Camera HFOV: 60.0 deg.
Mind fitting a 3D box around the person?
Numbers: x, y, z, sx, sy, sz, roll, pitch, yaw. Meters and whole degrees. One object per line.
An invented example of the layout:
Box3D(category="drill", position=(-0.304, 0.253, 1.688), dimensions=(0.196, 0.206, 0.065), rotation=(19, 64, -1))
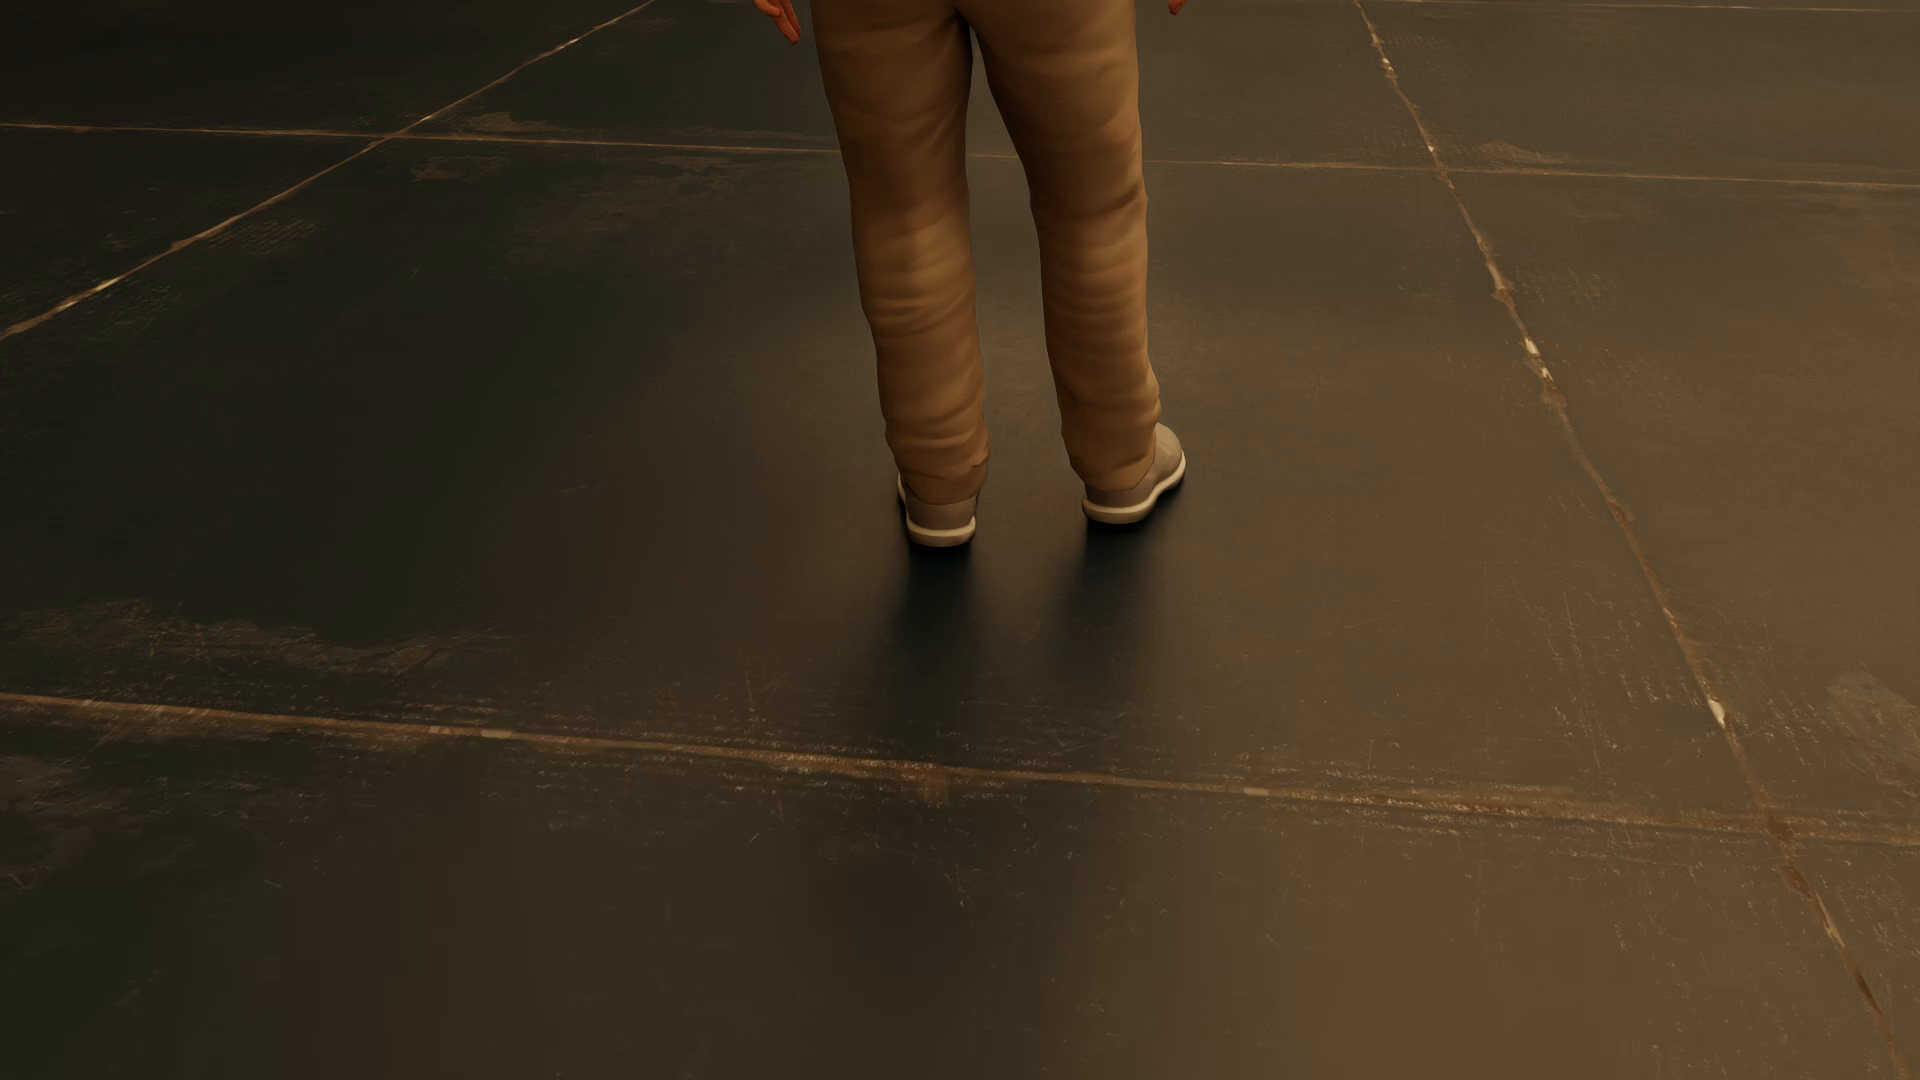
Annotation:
Box3D(category="person", position=(0.024, -0.819, 2.189), dimensions=(0.640, 1.727, 0.551), rotation=(3, 27, 7))
